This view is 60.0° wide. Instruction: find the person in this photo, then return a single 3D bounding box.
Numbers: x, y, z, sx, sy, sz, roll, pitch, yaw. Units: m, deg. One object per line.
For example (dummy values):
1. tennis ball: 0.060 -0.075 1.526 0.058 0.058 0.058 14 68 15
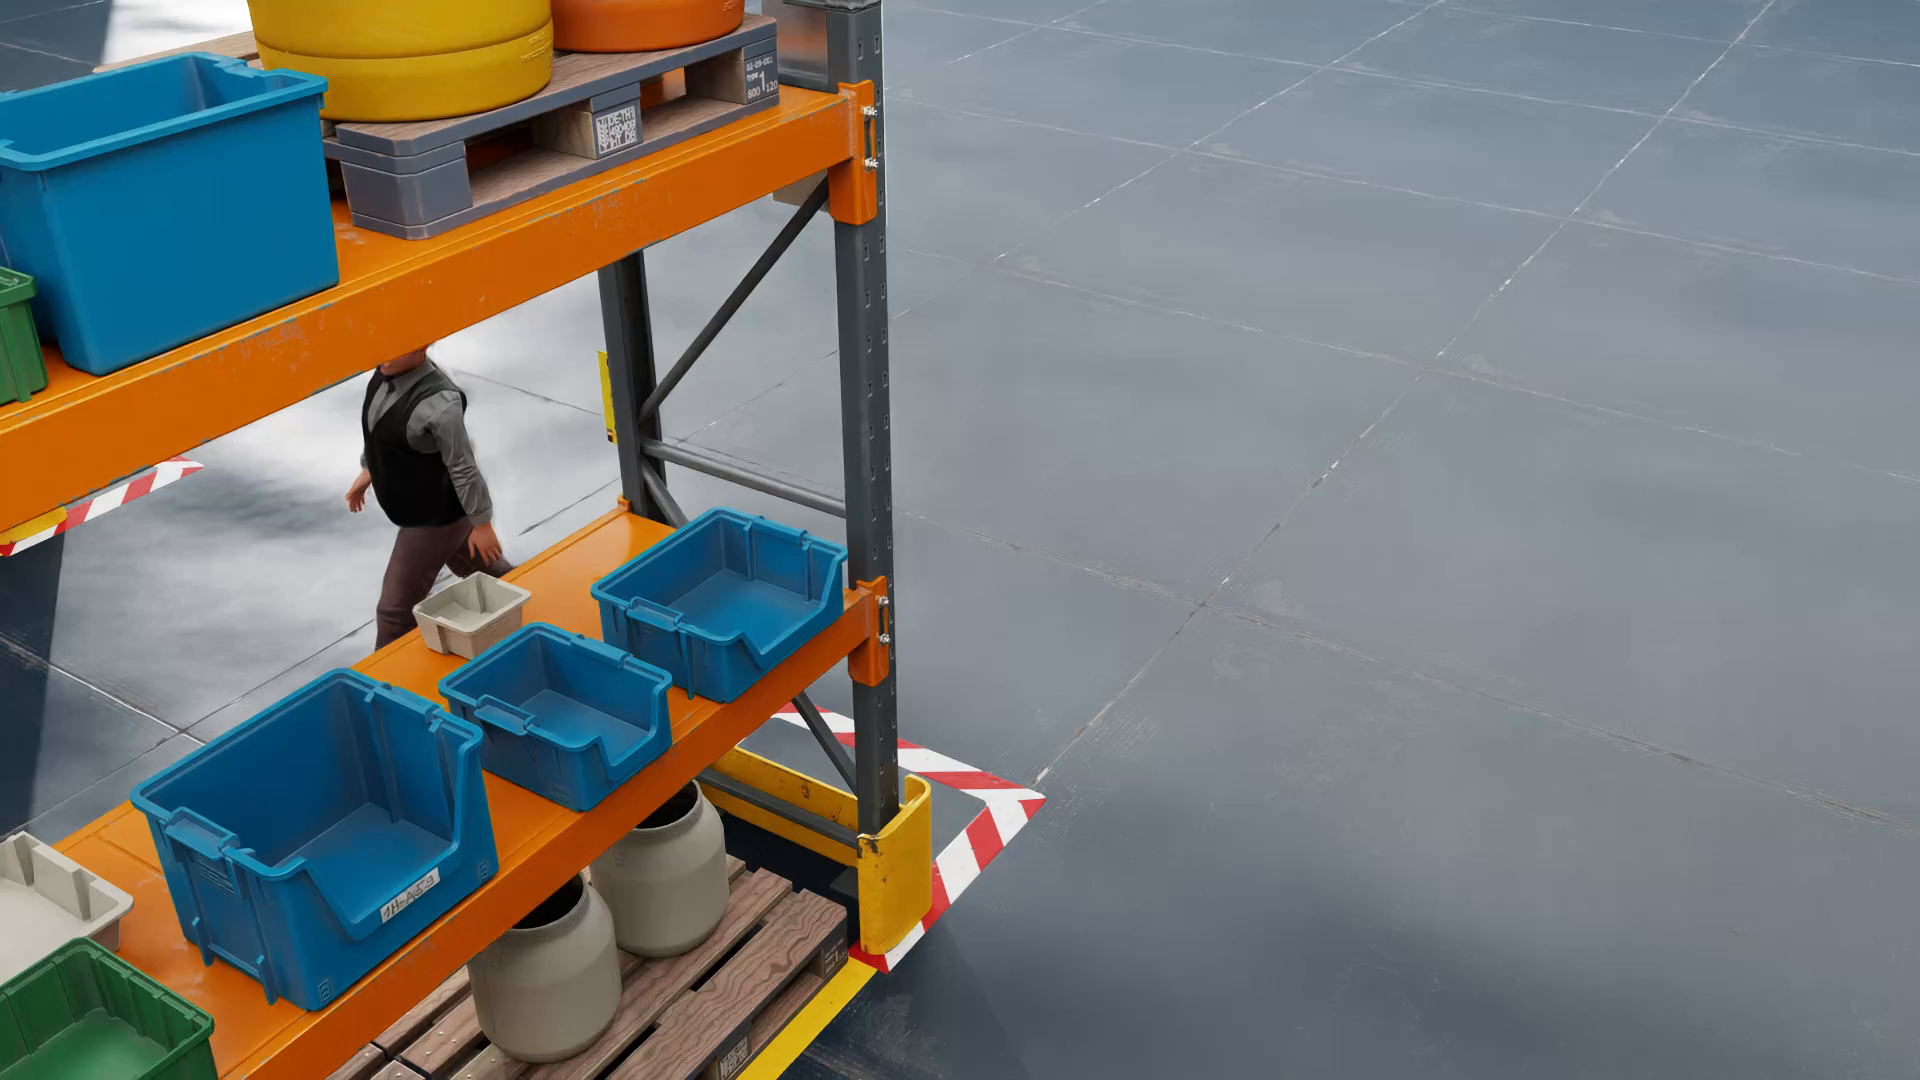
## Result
1. person: -2.093 -0.126 6.382 0.999 1.675 0.606 -18 35 -28
